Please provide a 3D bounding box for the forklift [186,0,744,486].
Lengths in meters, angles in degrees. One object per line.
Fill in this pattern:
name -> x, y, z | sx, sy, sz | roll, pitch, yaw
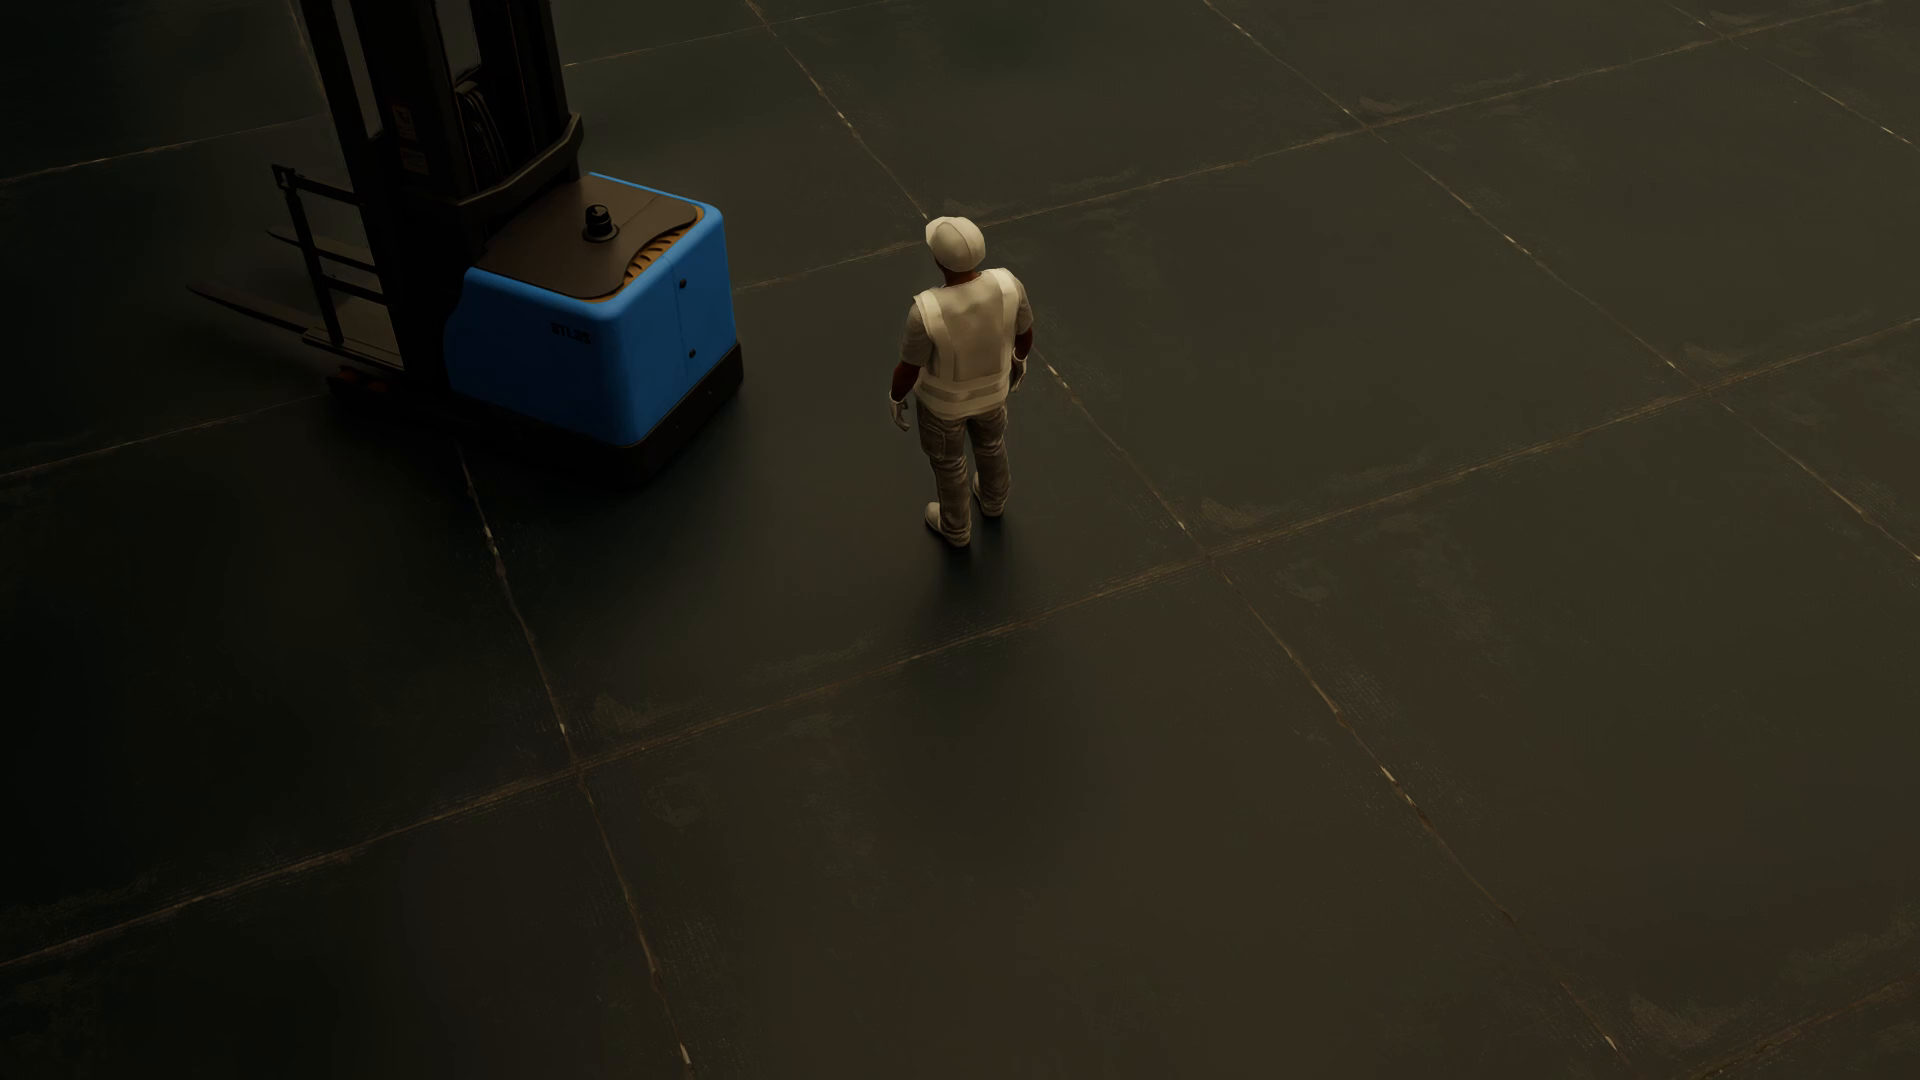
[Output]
forklift -> -2.675, -2.029, 7.855 | 3.031, 2.935, 1.130 | 19, 46, 19

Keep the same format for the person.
person -> -0.024, -0.704, 7.266 | 0.656, 1.784, 0.575 | -18, 46, -18
